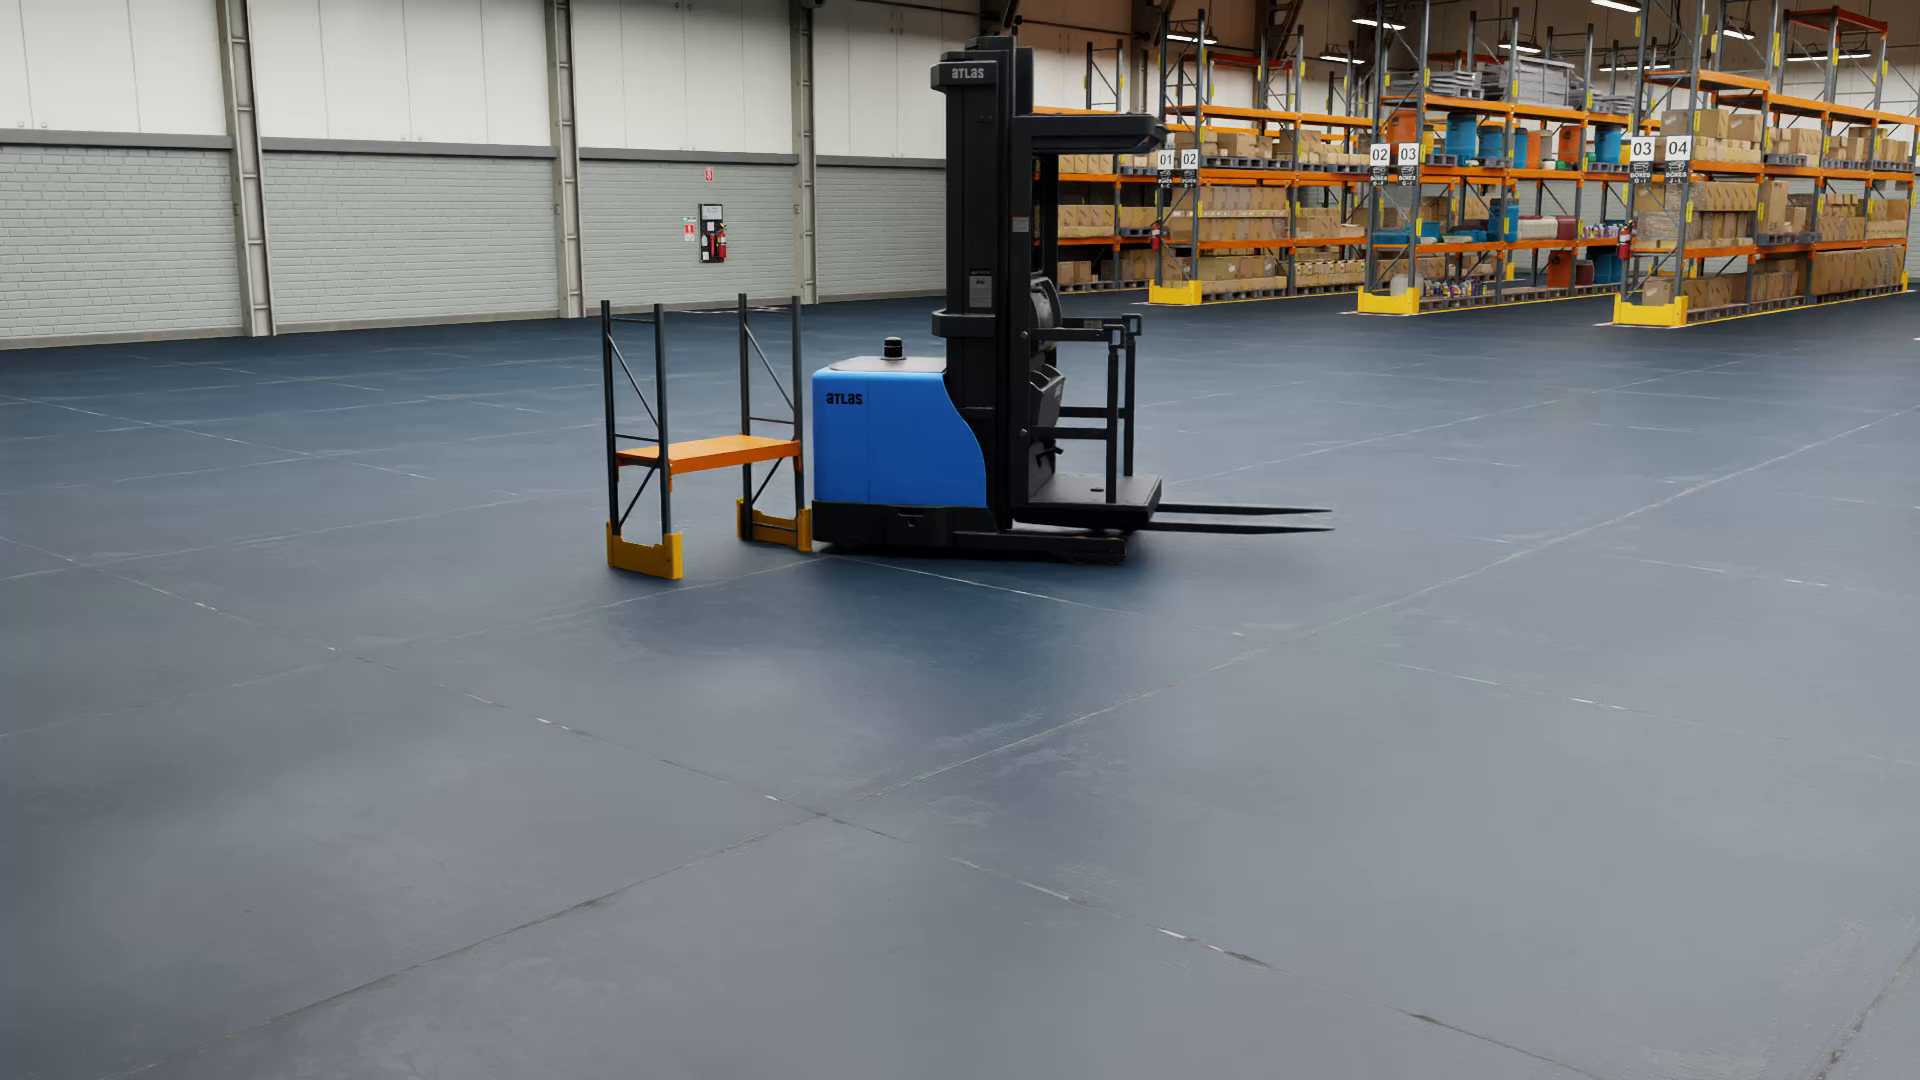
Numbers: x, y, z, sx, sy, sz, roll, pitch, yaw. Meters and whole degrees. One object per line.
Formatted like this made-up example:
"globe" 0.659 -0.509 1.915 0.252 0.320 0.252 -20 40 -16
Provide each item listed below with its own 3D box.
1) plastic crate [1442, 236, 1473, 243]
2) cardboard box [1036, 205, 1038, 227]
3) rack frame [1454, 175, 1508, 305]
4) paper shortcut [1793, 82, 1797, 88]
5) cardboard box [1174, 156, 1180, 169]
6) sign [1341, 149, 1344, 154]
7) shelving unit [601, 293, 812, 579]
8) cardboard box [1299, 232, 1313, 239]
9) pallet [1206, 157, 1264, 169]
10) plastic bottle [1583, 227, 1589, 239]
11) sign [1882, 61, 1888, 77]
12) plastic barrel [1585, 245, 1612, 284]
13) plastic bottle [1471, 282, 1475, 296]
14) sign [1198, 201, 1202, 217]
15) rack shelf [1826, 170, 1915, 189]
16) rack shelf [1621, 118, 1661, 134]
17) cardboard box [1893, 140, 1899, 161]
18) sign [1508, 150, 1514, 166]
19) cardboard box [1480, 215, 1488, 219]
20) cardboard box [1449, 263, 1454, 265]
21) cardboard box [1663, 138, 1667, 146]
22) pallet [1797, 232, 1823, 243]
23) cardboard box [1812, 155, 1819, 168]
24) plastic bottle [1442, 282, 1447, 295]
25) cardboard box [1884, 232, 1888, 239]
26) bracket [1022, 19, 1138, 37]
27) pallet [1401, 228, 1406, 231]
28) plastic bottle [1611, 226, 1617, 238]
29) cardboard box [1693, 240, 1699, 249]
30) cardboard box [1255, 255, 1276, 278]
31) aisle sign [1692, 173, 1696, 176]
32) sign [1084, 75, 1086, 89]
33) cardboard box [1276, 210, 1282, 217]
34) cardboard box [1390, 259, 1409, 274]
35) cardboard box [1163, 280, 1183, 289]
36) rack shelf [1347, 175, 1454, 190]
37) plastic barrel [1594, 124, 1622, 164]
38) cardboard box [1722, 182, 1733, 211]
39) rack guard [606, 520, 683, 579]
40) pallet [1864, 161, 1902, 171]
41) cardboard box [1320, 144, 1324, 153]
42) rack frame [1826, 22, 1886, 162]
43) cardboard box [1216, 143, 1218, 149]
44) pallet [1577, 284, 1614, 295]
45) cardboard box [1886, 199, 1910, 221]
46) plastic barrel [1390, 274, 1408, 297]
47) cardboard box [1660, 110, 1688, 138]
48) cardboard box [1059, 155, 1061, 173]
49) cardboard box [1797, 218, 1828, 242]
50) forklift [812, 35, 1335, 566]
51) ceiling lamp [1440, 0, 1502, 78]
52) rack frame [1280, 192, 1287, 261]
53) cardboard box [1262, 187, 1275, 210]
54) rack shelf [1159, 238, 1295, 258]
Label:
"plastic crate" 10.086 -6.080 33.666 0.530 0.136 0.437 10 15 40
"cardboard box" 1.760 -7.580 38.921 0.500 0.500 0.500 10 15 41
"rack frame" 10.967 -6.481 35.000 1.000 3.000 0.127 10 15 40
"paper shortcut" 17.805 -9.701 35.452 0.009 0.170 0.078 23 -8 37
"cardboard box" 5.240 -9.703 43.159 0.637 0.503 0.797 -10 15 -40
"sign" 9.483 -9.505 41.164 0.100 0.325 0.005 10 15 40
"shelving unit" -1.450 -0.637 9.570 0.587 1.500 1.083 9 15 39
"cardboard box" 7.987 -7.102 38.754 0.380 0.149 0.250 10 15 40
"pallet" 5.900 -8.242 36.385 1.003 0.211 1.213 10 15 40
"plastic bottle" 14.442 -7.098 38.409 0.152 0.276 0.135 10 15 40
"sign" 20.384 -10.388 36.658 0.100 0.325 0.005 10 15 40
"plastic barrel" 15.409 -6.653 40.146 0.600 0.901 0.708 10 15 40
"plastic bottle" 10.556 -5.175 34.274 0.133 0.283 0.061 -11 16 -44
"sign" 5.021 -6.924 34.807 0.100 0.325 0.005 10 15 40
"rack shelf" 21.289 -8.430 38.937 1.077 0.370 4.000 10 15 40
"rack shelf" 17.568 -10.345 41.888 1.077 0.370 4.000 10 15 40
"cardboard box" 21.844 -9.230 39.525 0.700 0.500 0.500 9 14 38
"sign" 11.373 -7.883 34.341 0.100 0.325 0.005 10 15 40
"cardboard box" 14.073 -8.612 45.413 0.500 0.500 0.500 9 15 40
"cardboard box" 13.188 -7.427 45.478 0.500 0.311 0.500 10 15 40
"cardboard box" 12.256 -6.949 29.052 0.380 0.149 0.250 9 14 39
"pallet" 16.938 -6.216 34.165 1.213 0.211 1.003 10 15 40
"cardboard box" 17.199 -7.725 33.952 0.500 0.250 0.500 10 15 40
"plastic bottle" 10.118 -5.257 34.713 0.097 0.271 0.097 0 11 0
"cardboard box" 21.442 -7.124 38.863 0.380 0.149 0.250 9 15 39
"bracket" 2.939 -12.489 40.576 0.076 0.066 4.783 10 15 40
"pallet" 11.170 -7.903 42.610 1.003 0.211 1.213 10 15 40
"plastic bottle" 15.568 -7.349 39.666 0.152 0.276 0.135 10 15 40
"cardboard box" 12.770 -5.209 29.274 0.380 0.149 0.250 10 15 40
"cardboard box" 6.768 -6.178 37.520 0.500 0.500 0.500 10 15 40
"aisle sign" 19.156 -9.494 43.448 0.394 0.787 0.004 10 15 40
"sign" 3.105 -11.310 41.074 0.100 0.325 0.005 10 15 40
"cardboard box" 7.066 -7.385 37.616 0.380 0.149 0.250 9 15 39
"cardboard box" 11.081 -6.881 42.263 0.500 0.500 0.500 10 15 40
"cardboard box" 4.740 -5.508 36.077 0.500 0.250 0.500 10 15 40
"rack shelf" 11.210 -9.123 42.406 1.077 0.370 4.000 10 15 40
"plastic barrel" 15.236 -9.310 39.153 0.600 0.901 0.708 10 15 40
"cardboard box" 13.605 -6.204 30.045 0.500 0.500 0.500 10 15 40
"rack guard" -1.773 0.051 9.320 0.587 0.250 0.087 9 15 39
"pallet" 21.322 -8.743 38.892 1.003 0.211 1.213 10 15 40
"cardboard box" 10.144 -11.177 47.996 0.500 0.500 0.500 10 15 41
"rack frame" 19.969 -9.959 37.099 1.000 3.000 0.127 10 15 40
"cardboard box" 5.538 -8.520 36.351 0.500 0.311 0.500 -10 15 -41
"pallet" 14.902 -6.002 39.722 1.003 0.211 1.213 10 15 40
"cardboard box" 22.485 -7.940 40.016 0.500 0.500 0.500 10 15 41
"plastic barrel" 8.704 -4.985 32.790 0.421 0.512 0.421 0 11 0
"cardboard box" 12.880 -7.424 29.771 0.500 0.500 0.500 10 15 40
"cardboard box" 2.015 -8.871 39.003 0.500 0.500 0.500 11 16 43
"cardboard box" 17.853 -6.514 34.912 0.500 0.500 0.500 10 15 42
"forklift" 0.693 -1.401 9.743 3.031 2.935 1.130 2 12 11
"ceiling lamp" 15.116 -15.400 49.436 2.000 3.185 0.800 10 15 40
"rack frame" 8.806 -8.939 47.306 1.000 3.000 0.127 10 15 40
"cardboard box" 6.628 -7.666 37.368 0.700 0.500 0.500 10 15 40
"rack shelf" 5.929 -6.475 36.806 1.077 0.370 4.000 10 15 40
